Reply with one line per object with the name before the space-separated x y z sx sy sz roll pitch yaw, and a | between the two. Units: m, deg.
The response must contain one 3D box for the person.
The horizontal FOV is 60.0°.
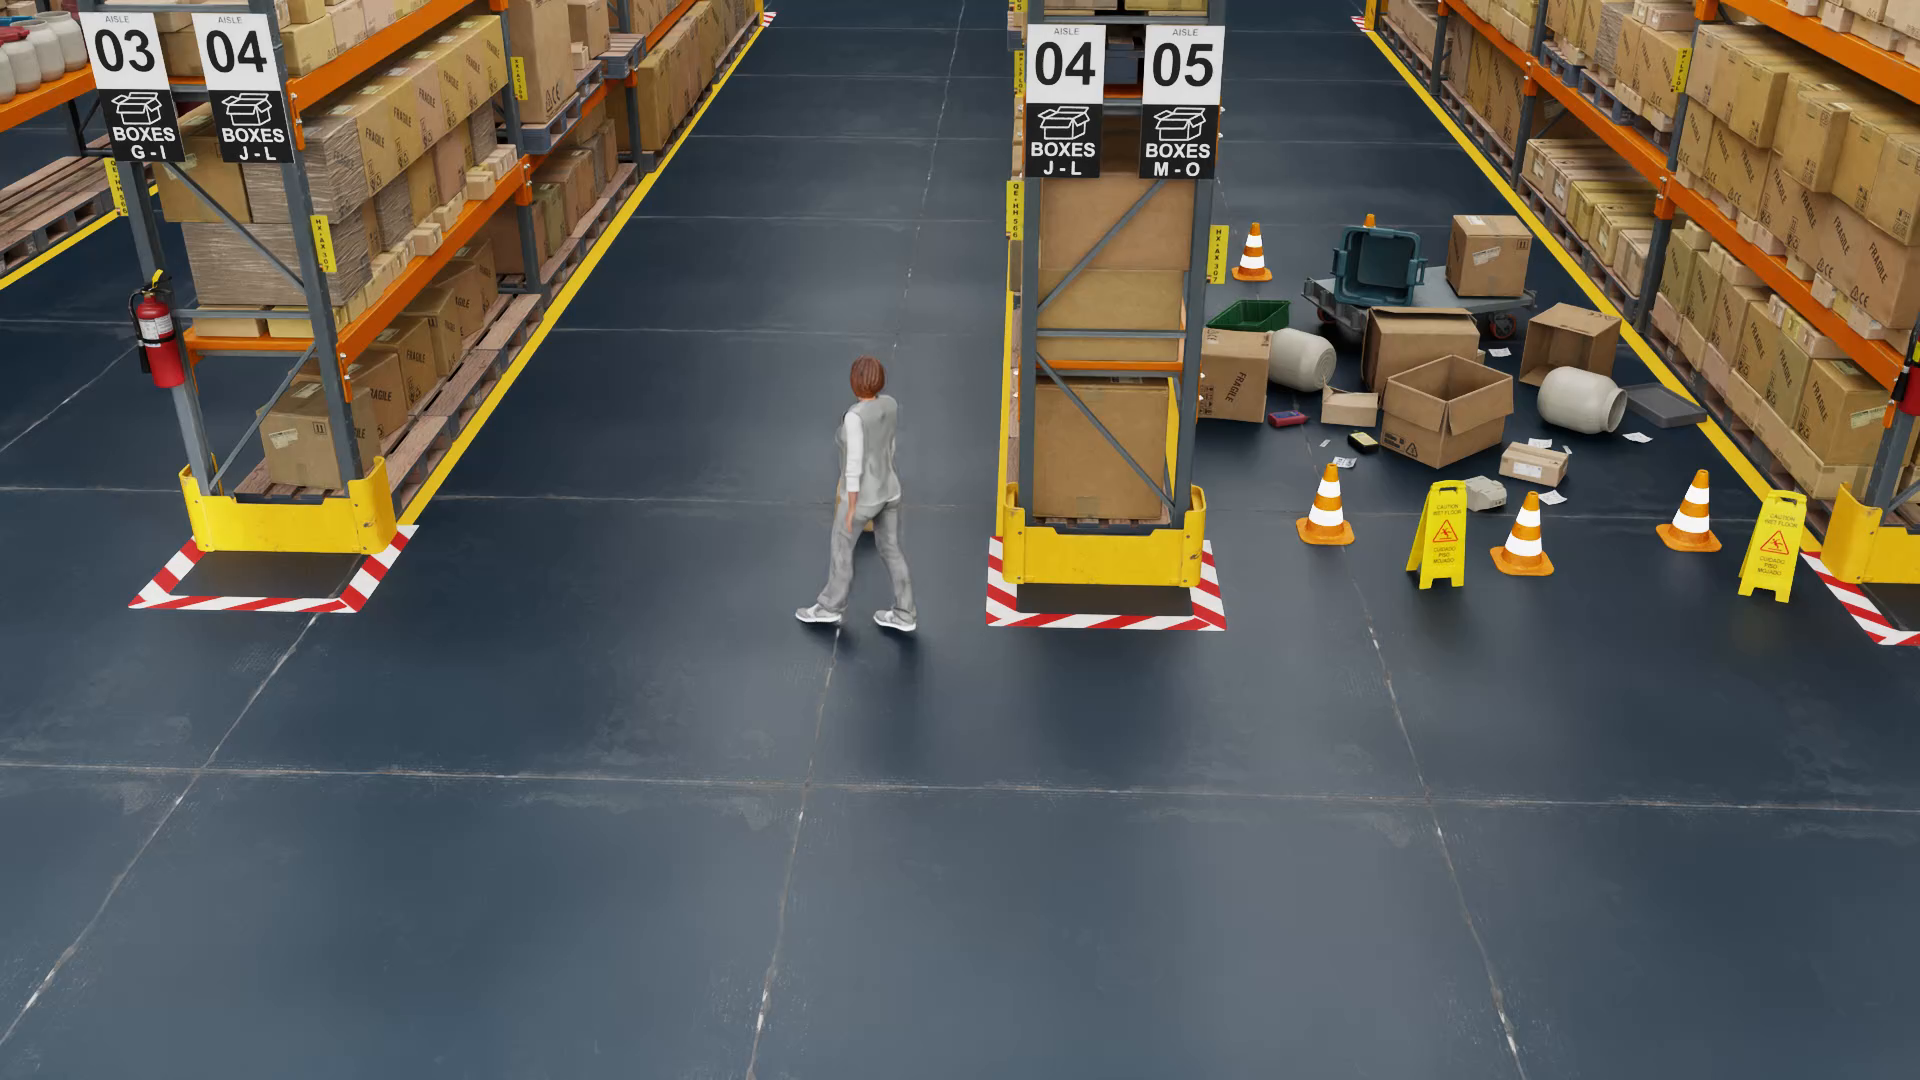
person | -0.544 -0.244 9.067 0.642 1.581 0.486 21 35 33
